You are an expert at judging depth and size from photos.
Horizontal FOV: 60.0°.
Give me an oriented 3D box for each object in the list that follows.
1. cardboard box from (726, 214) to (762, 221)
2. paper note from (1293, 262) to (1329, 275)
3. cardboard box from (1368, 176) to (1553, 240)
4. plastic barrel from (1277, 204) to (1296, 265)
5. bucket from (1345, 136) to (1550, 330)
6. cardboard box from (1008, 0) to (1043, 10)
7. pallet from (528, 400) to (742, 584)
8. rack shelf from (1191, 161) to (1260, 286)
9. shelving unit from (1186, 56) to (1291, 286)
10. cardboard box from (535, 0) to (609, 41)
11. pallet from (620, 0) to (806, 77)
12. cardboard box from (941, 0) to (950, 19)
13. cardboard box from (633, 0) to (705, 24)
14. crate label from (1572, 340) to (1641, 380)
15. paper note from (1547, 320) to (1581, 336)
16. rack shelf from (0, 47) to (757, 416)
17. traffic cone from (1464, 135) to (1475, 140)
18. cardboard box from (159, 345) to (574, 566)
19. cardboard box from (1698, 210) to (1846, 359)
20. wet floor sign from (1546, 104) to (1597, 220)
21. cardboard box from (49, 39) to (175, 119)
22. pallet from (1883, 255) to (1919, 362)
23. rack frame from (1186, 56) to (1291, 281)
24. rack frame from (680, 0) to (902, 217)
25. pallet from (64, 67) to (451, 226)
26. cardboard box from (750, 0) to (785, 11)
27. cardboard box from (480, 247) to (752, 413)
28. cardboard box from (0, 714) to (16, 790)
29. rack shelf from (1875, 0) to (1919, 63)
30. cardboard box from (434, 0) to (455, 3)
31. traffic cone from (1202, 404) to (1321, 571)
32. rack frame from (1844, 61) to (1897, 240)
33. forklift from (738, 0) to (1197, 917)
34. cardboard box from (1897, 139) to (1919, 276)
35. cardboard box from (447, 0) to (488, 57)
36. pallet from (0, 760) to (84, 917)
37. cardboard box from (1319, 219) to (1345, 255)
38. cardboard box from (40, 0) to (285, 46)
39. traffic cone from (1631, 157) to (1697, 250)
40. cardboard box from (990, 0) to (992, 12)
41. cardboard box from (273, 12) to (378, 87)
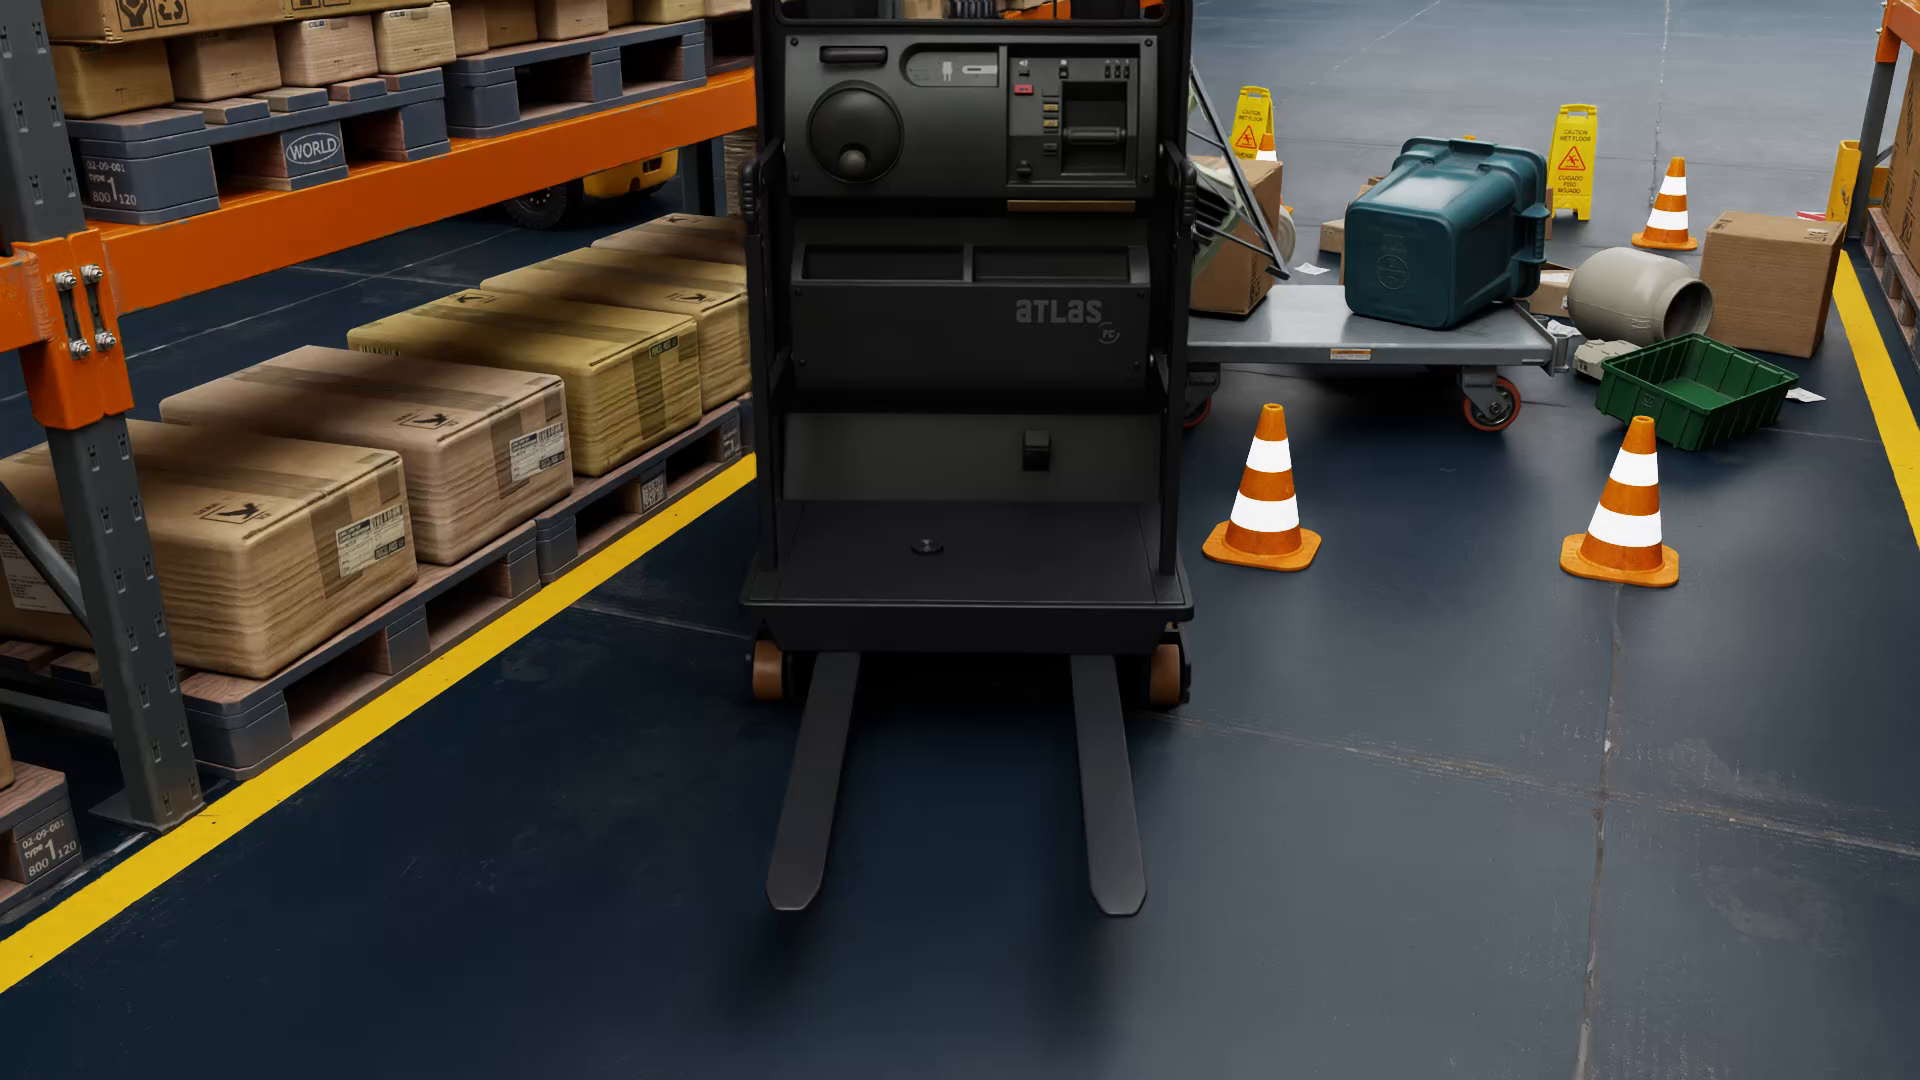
[{"bbox_3d":[-0.746,-1.428,7.801,0.500,0.250,0.500,10,25,22],"label":"cardboard box"},{"bbox_3d":[1.812,-1.404,8.586,0.148,0.019,0.142,19,29,38],"label":"paper note"},{"bbox_3d":[2.468,-1.542,8.288,0.797,0.503,0.637,-7,24,-17],"label":"cardboard box"},{"bbox_3d":[1.408,-1.540,8.388,0.421,0.421,0.512,-12,25,-26],"label":"plastic barrel"},{"bbox_3d":[1.827,-1.151,6.388,0.726,0.611,0.620,19,39,38],"label":"bucket"},{"bbox_3d":[0.182,-2.661,8.054,0.380,0.149,0.250,9,24,20],"label":"cardboard box"},{"bbox_3d":[-1.456,-0.250,5.574,1.003,0.211,1.213,9,24,20],"label":"pallet"},{"bbox_3d":[0.635,-0.942,5.696,0.431,0.720,0.370,18,39,-26],"label":"rack shelf"},{"bbox_3d":[0.593,-1.171,5.925,0.431,0.755,1.500,18,39,-26],"label":"shelving unit"},{"bbox_3d":[-1.264,-1.561,4.876,0.380,0.149,0.250,10,25,22],"label":"cardboard box"},{"bbox_3d":[-1.135,-1.912,6.185,1.003,0.211,1.213,9,24,20],"label":"pallet"},{"bbox_3d":[-0.256,-2.302,7.196,0.380,0.149,0.250,10,24,22],"label":"cardboard box"},{"bbox_3d":[-1.044,-1.745,5.316,0.380,0.149,0.250,9,24,20],"label":"cardboard box"},{"bbox_3d":[2.678,-0.729,6.817,0.298,0.136,0.250,-7,24,-17],"label":"crate label"},{"bbox_3d":[2.722,-0.955,7.507,0.172,0.023,0.155,19,29,38],"label":"paper note"},{"bbox_3d":[-1.459,-1.206,5.178,1.077,0.370,4.000,9,24,20],"label":"rack shelf"},{"bbox_3d":[2.964,-2.138,9.769,0.336,0.463,0.334,9,24,20],"label":"traffic cone"},{"bbox_3d":[-1.716,-0.269,4.867,0.950,0.372,0.625,8,24,19],"label":"cardboard box"},{"bbox_3d":[3.541,-1.131,7.306,0.500,0.500,0.500,13,26,29],"label":"cardboard box"},{"bbox_3d":[3.575,-2.220,9.727,0.267,0.644,0.232,5,23,11],"label":"wet floor sign"},{"bbox_3d":[-1.909,-0.990,3.508,0.380,0.149,0.250,7,24,17],"label":"cardboard box"},{"bbox_3d":[4.724,-0.993,7.354,1.003,0.211,1.213,9,24,20],"label":"pallet"},{"bbox_3d":[0.774,-1.411,5.717,0.400,0.023,1.500,18,39,-26],"label":"rack frame"},{"bbox_3d":[-0.716,-2.253,6.753,1.000,3.000,0.127,9,24,20],"label":"rack frame"},{"bbox_3d":[-2.036,-1.004,4.010,1.213,0.211,1.003,9,24,20],"label":"pallet"},{"bbox_3d":[-0.828,-1.918,5.732,0.380,0.149,0.250,8,24,19],"label":"cardboard box"},{"bbox_3d":[-1.173,-0.789,6.111,0.950,0.372,0.625,10,25,23],"label":"cardboard box"},{"bbox_3d":[-2.536,0.200,3.091,0.875,0.875,0.875,9,24,20],"label":"cardboard box"},{"bbox_3d":[4.660,-1.965,6.995,1.077,0.370,4.000,9,24,20],"label":"rack shelf"},{"bbox_3d":[-1.442,-1.706,4.381,0.500,0.500,0.500,9,24,21],"label":"cardboard box"},{"bbox_3d":[0.944,-0.192,5.109,0.336,0.463,0.334,9,24,20],"label":"traffic cone"},{"bbox_3d":[5.403,-3.012,8.570,1.000,3.000,0.127,9,24,20],"label":"rack frame"},{"bbox_3d":[0.024,-1.049,3.959,1.130,2.935,3.031,1,23,1],"label":"forklift"},{"bbox_3d":[4.887,-1.658,7.540,0.875,0.875,0.875,8,24,19],"label":"cardboard box"},{"bbox_3d":[-1.490,-1.370,4.419,0.380,0.149,0.250,10,25,23],"label":"cardboard box"},{"bbox_3d":[-2.565,0.736,3.214,1.003,0.211,1.213,9,24,20],"label":"pallet"},{"bbox_3d":[2.158,-1.611,8.915,0.250,0.149,0.380,-17,28,-35],"label":"cardboard box"},{"bbox_3d":[-1.820,-1.327,3.475,0.500,0.500,0.500,8,24,19],"label":"cardboard box"},{"bbox_3d":[3.887,-1.855,9.091,0.336,0.463,0.334,9,24,20],"label":"traffic cone"},{"bbox_3d":[-0.061,-2.485,7.633,0.380,0.149,0.250,10,25,22],"label":"cardboard box"},{"bbox_3d":[-1.628,-1.177,3.958,0.380,0.149,0.250,7,24,17],"label":"cardboard box"}]
